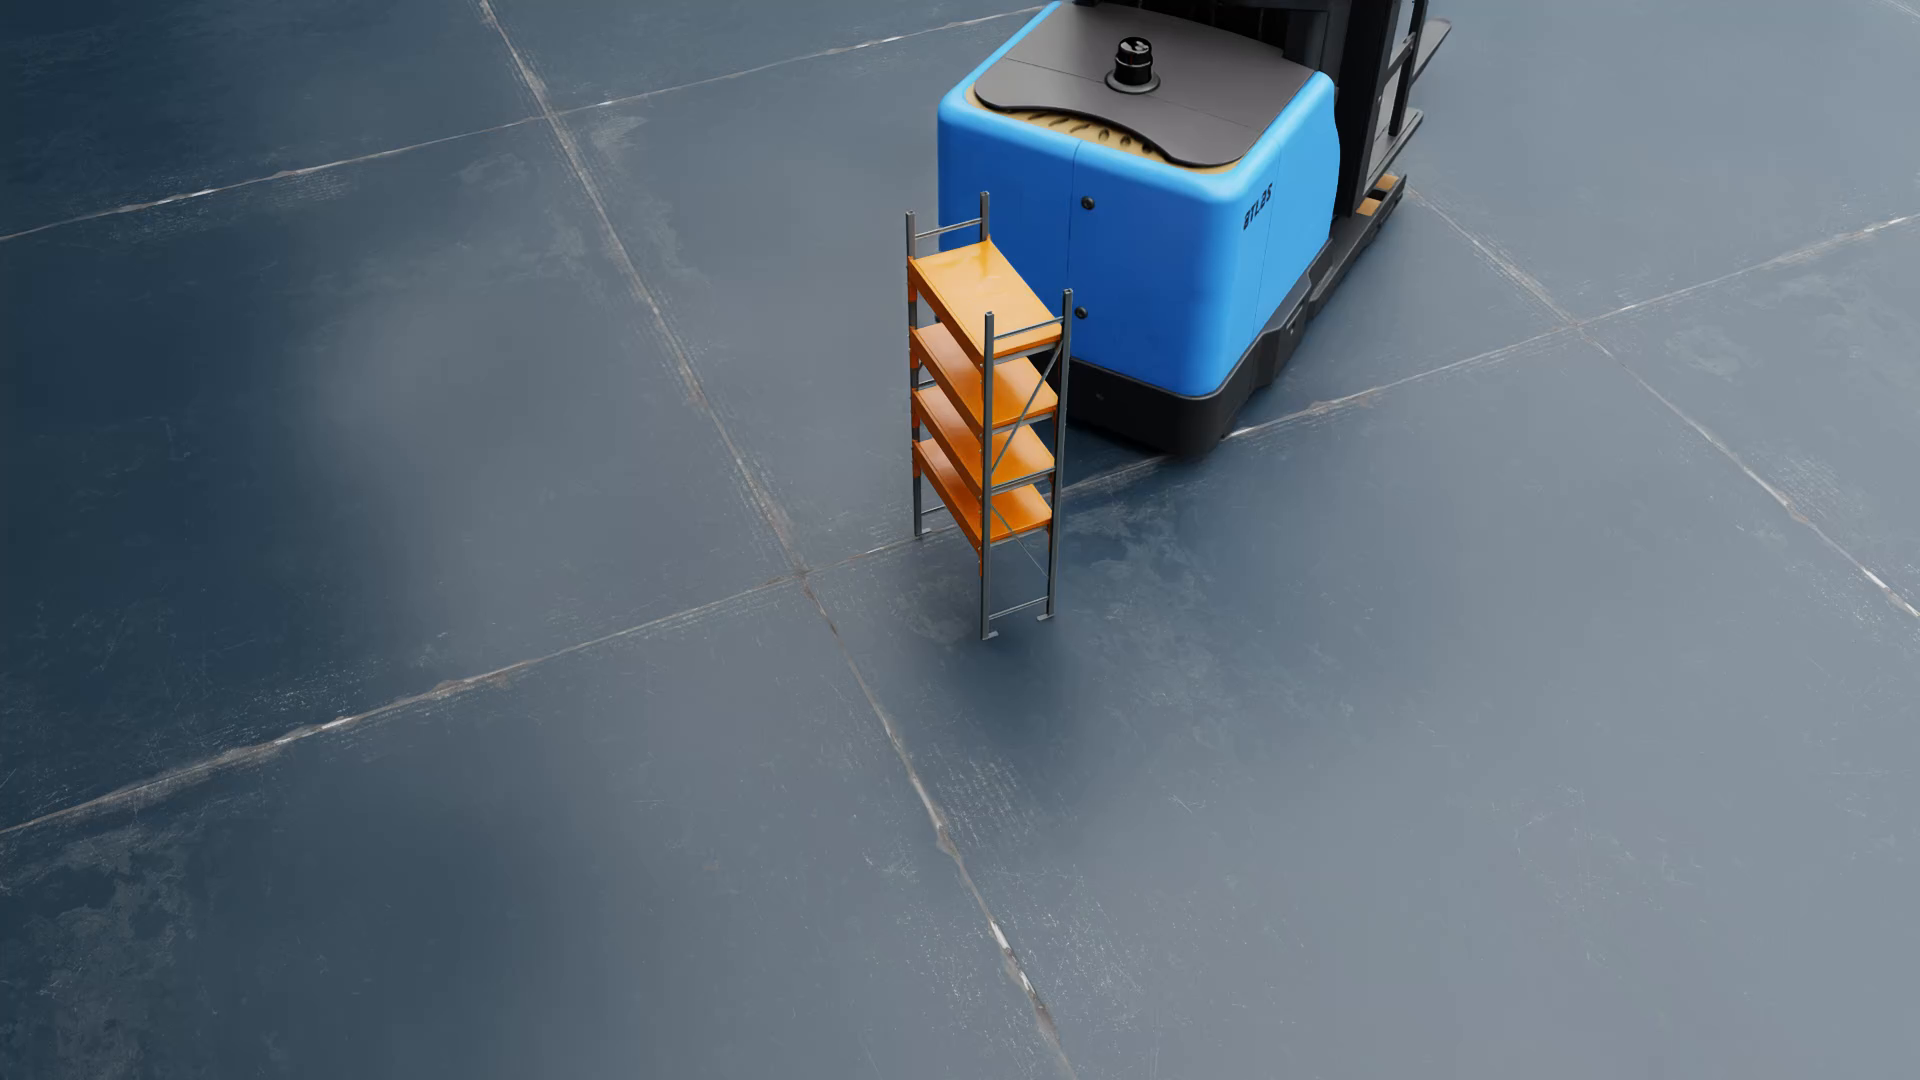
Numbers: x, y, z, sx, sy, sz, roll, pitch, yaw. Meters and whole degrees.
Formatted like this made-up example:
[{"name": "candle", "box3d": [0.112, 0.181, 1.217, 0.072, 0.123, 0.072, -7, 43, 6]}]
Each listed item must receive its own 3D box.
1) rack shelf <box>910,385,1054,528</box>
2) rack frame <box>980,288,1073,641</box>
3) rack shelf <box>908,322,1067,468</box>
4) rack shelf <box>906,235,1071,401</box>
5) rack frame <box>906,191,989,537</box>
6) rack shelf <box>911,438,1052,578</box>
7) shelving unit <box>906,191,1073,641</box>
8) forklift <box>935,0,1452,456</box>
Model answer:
[{"name": "rack shelf", "box3d": [0.070, -0.274, 4.769, 0.258, 0.148, 0.480, -18, 47, -17]}, {"name": "rack frame", "box3d": [0.172, -0.166, 4.564, 0.240, 1.200, 0.015, -18, 47, -17]}, {"name": "rack shelf", "box3d": [0.070, -0.433, 4.612, 0.258, 0.148, 0.480, -18, 47, -17]}, {"name": "rack shelf", "box3d": [0.070, -0.601, 4.446, 0.258, 0.148, 0.480, -18, 47, -17]}, {"name": "rack frame", "box3d": [-0.033, -0.477, 4.879, 0.240, 1.200, 0.015, -18, 47, -17]}, {"name": "rack shelf", "box3d": [0.070, -0.132, 4.908, 0.258, 0.148, 0.480, -18, 47, -17]}, {"name": "shelving unit", "box3d": [0.070, -0.322, 4.722, 0.258, 1.200, 0.503, -18, 47, -17]}, {"name": "forklift", "box3d": [1.088, -2.344, 5.538, 1.130, 2.935, 3.031, 22, 49, 21]}]
